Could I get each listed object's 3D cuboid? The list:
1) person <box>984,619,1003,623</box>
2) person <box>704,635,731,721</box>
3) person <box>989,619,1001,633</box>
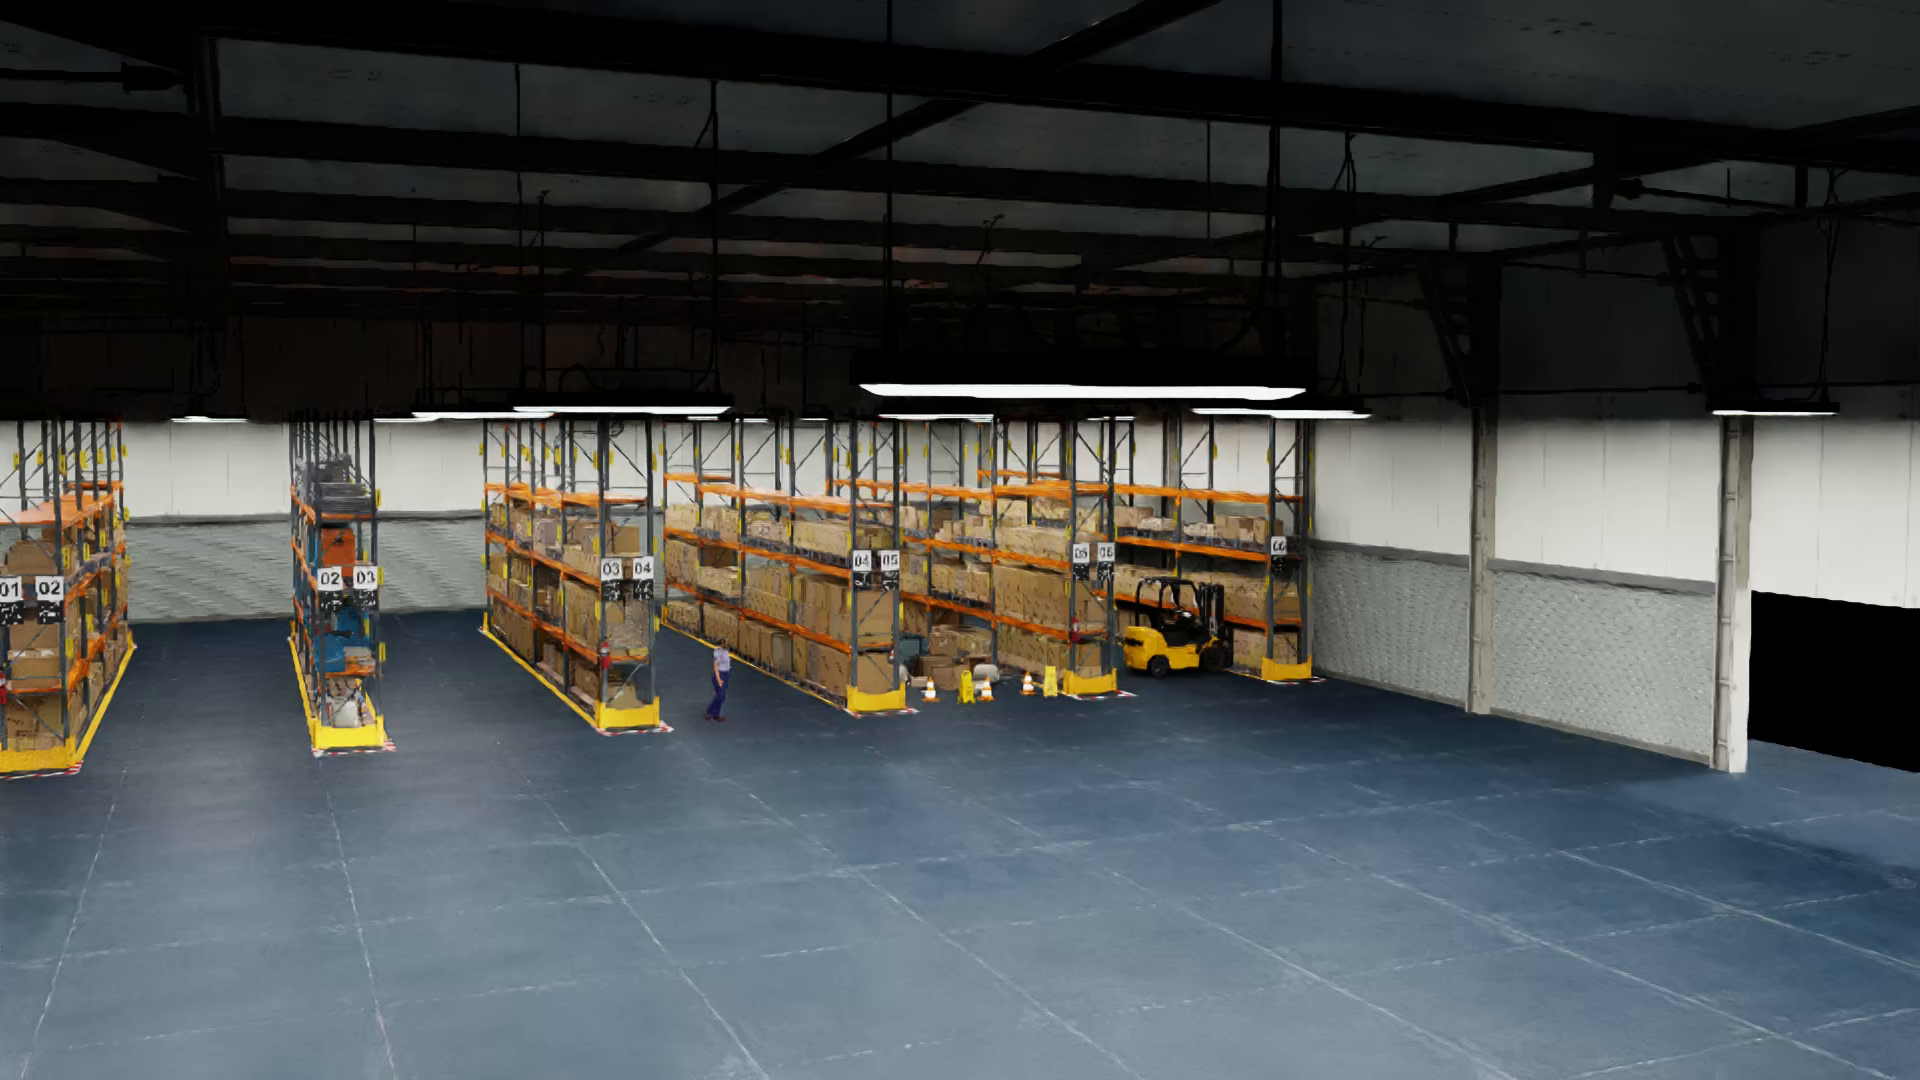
[{"bbox_3d":[0.960,1.483,47.585,0.550,1.786,0.628,0,4,-5],"label":"person"},{"bbox_3d":[-4.659,2.657,31.941,0.463,1.641,0.654,1,4,11],"label":"person"},{"bbox_3d":[0.859,1.736,44.124,0.497,1.765,0.625,0,4,7],"label":"person"}]
